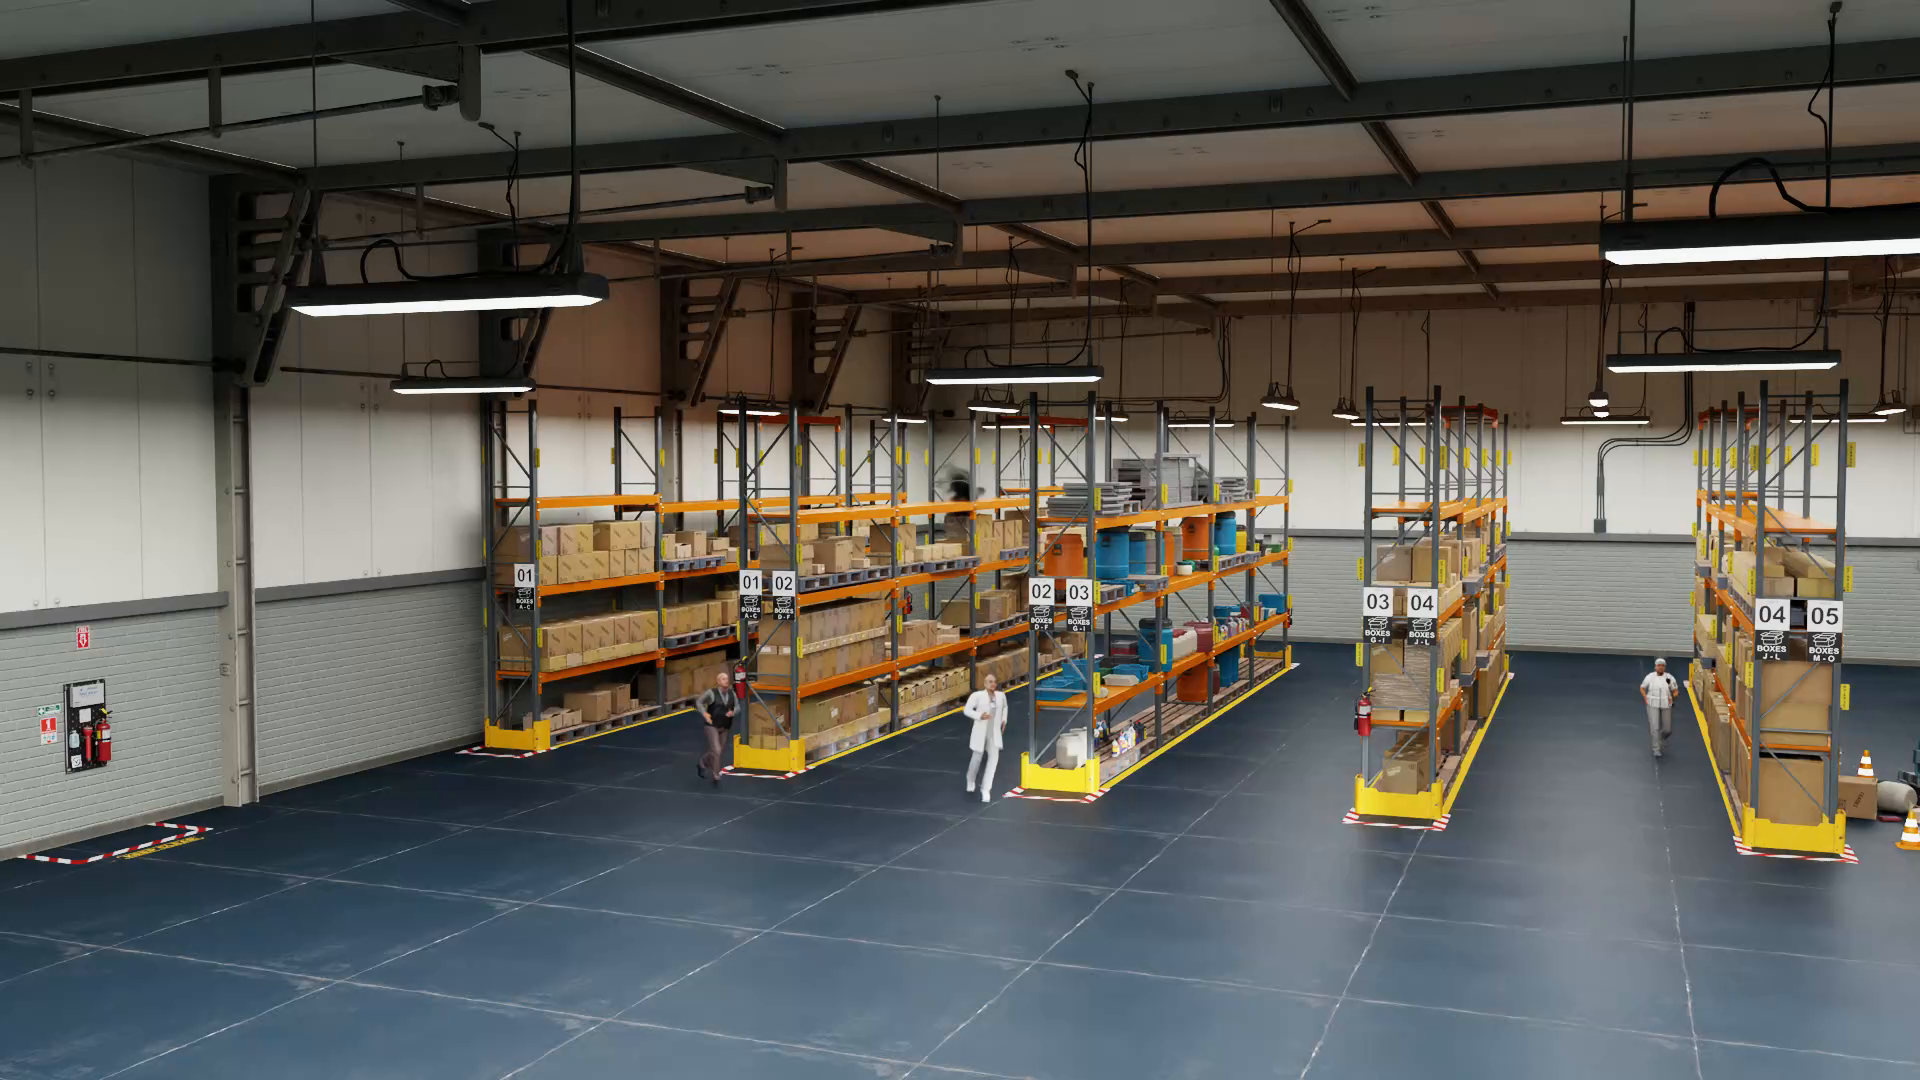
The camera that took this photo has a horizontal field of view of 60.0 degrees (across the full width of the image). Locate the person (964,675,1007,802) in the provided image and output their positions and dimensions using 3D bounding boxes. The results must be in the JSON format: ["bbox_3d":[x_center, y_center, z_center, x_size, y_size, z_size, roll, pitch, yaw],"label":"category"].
[{"bbox_3d":[0.399,2.892,24.578,0.729,1.811,0.902,-1,3,-14],"label":"person"}]

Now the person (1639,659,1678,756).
[{"bbox_3d":[11.792,2.807,28.059,0.611,1.619,0.664,1,3,18],"label":"person"}]

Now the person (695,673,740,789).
[{"bbox_3d":[-3.705,2.910,25.589,0.685,1.728,0.878,-2,4,-37],"label":"person"}]
